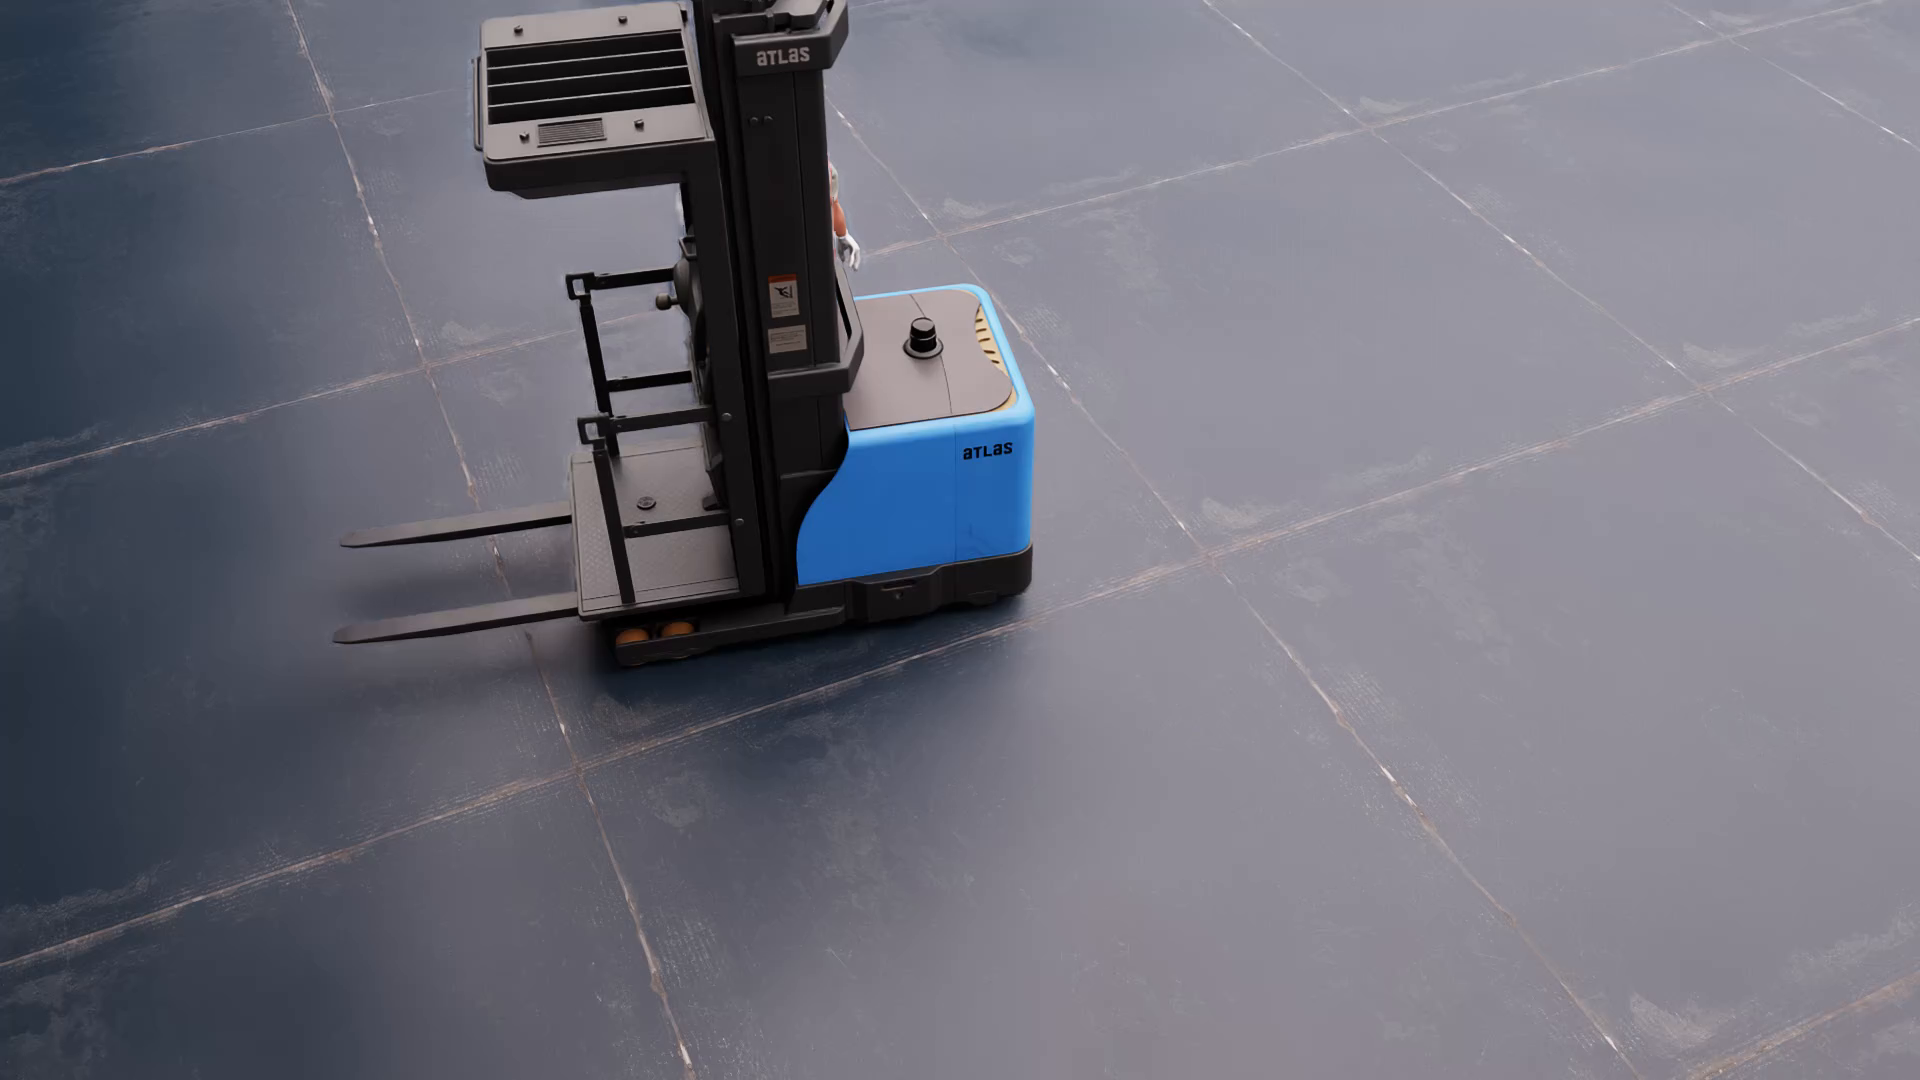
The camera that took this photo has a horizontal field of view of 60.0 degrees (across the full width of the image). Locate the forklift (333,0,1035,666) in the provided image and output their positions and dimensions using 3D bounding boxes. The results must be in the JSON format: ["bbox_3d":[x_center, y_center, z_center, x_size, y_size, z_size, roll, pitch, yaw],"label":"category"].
[{"bbox_3d":[-1.247,-0.921,6.667,3.031,2.935,1.130,-9,44,-9],"label":"forklift"}]

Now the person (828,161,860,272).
[{"bbox_3d":[-0.872,-1.366,8.045,0.902,1.743,0.712,26,49,25],"label":"person"}]
